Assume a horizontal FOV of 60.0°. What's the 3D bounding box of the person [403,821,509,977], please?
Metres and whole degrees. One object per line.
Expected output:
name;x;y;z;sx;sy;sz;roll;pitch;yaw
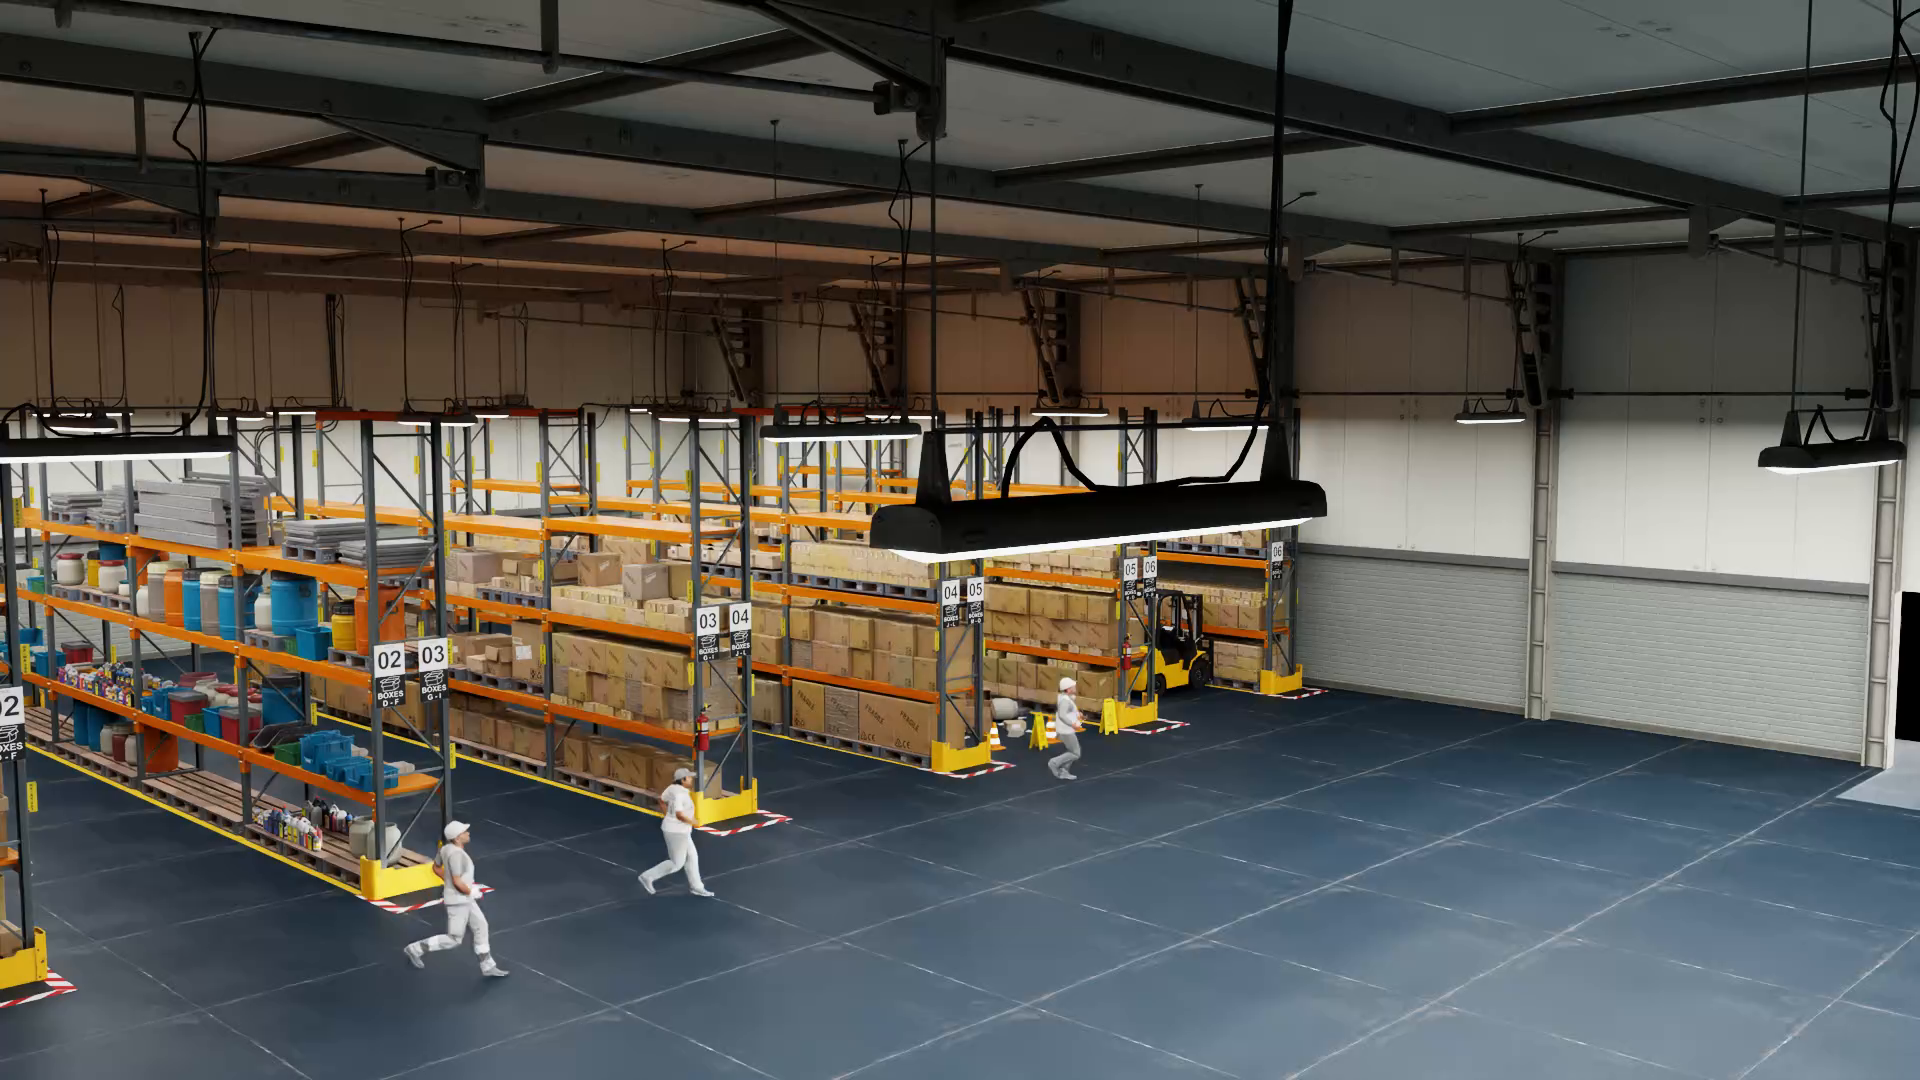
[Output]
person;-5.409;3.892;17.828;1.087;1.771;0.631;-2;5;-18

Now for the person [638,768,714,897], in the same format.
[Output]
person;-3.560;3.677;20.778;0.944;1.666;0.629;-2;5;-20

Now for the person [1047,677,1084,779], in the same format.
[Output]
person;1.739;3.082;27.078;0.627;1.715;0.679;0;5;-5
